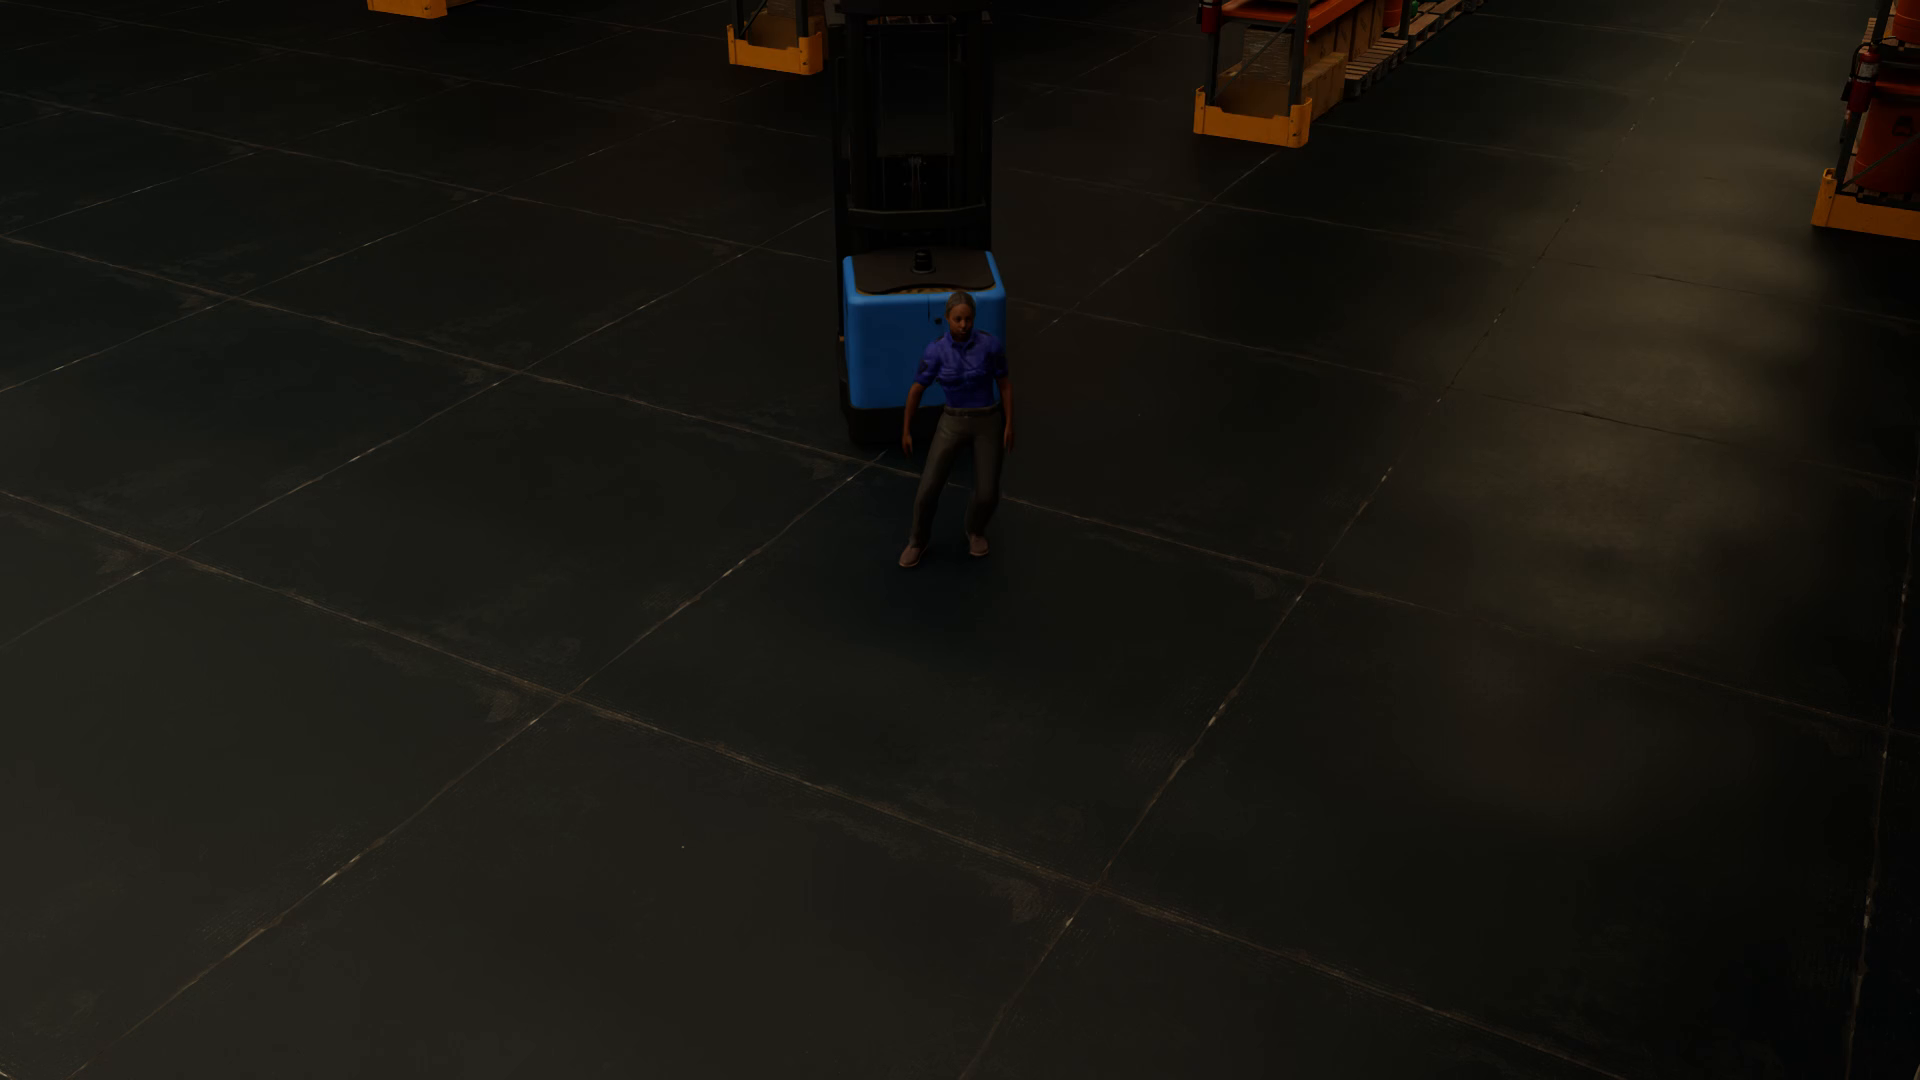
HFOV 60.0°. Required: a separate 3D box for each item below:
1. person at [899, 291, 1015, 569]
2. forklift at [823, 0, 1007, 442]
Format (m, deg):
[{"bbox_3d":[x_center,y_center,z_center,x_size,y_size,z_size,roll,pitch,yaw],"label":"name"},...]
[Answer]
[{"bbox_3d":[-0.024,-0.624,9.484,0.671,1.601,0.449,0,30,0],"label":"person"},{"bbox_3d":[-0.354,-2.628,11.624,1.130,2.935,3.031,-3,30,-5],"label":"forklift"}]
